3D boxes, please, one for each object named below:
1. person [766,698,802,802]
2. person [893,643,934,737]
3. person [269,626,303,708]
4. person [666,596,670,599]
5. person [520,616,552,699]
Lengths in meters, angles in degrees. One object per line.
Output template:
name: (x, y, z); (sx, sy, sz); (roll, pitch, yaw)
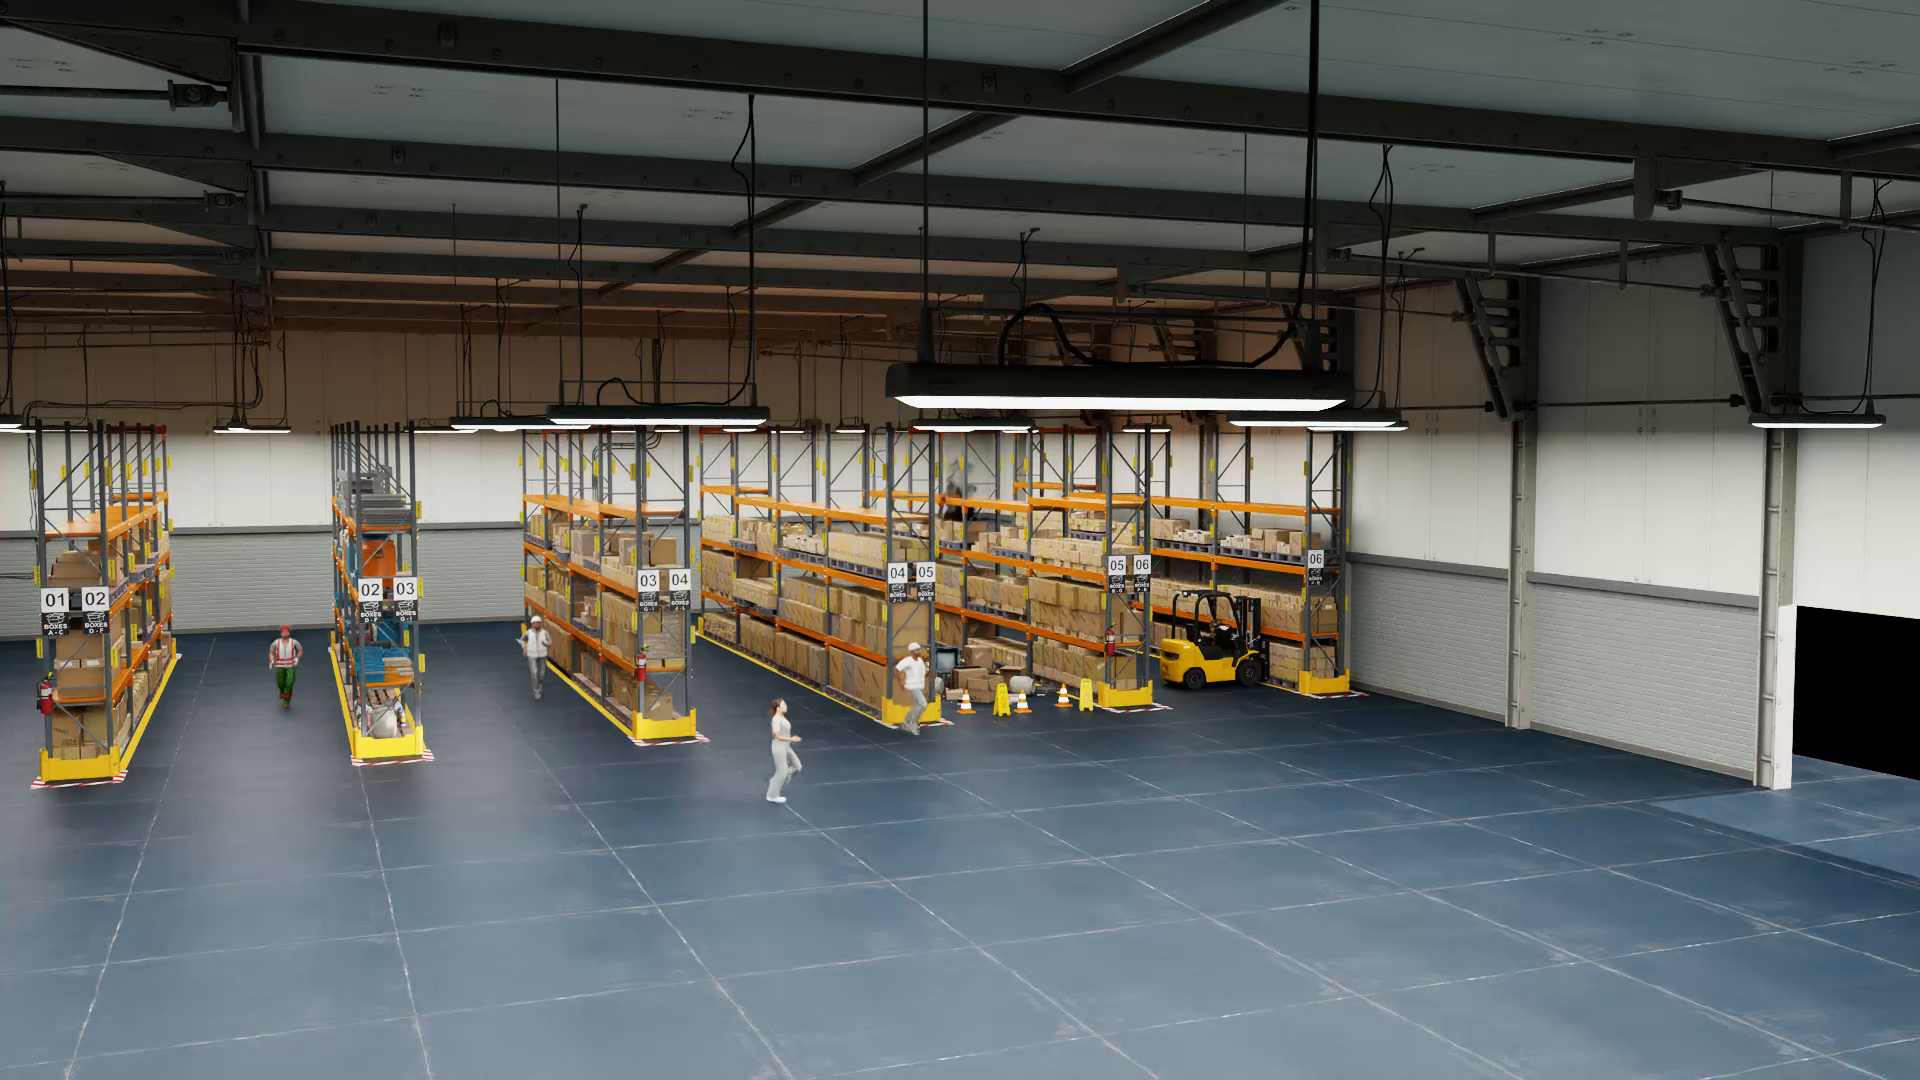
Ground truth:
person: (-2.750, 3.279, 25.975); (0.571, 1.628, 0.550); (1, 4, 9)
person: (-0.839, 2.857, 31.828); (0.721, 1.785, 0.674); (2, 4, 29)
person: (-14.204, 2.675, 35.070); (0.672, 1.741, 0.592); (-1, 4, -21)
person: (-8.696, 1.928, 47.411); (0.647, 1.620, 0.892); (1, 4, 22)
person: (-9.254, 2.540, 36.385); (0.656, 1.758, 0.970); (-2, 4, -25)
